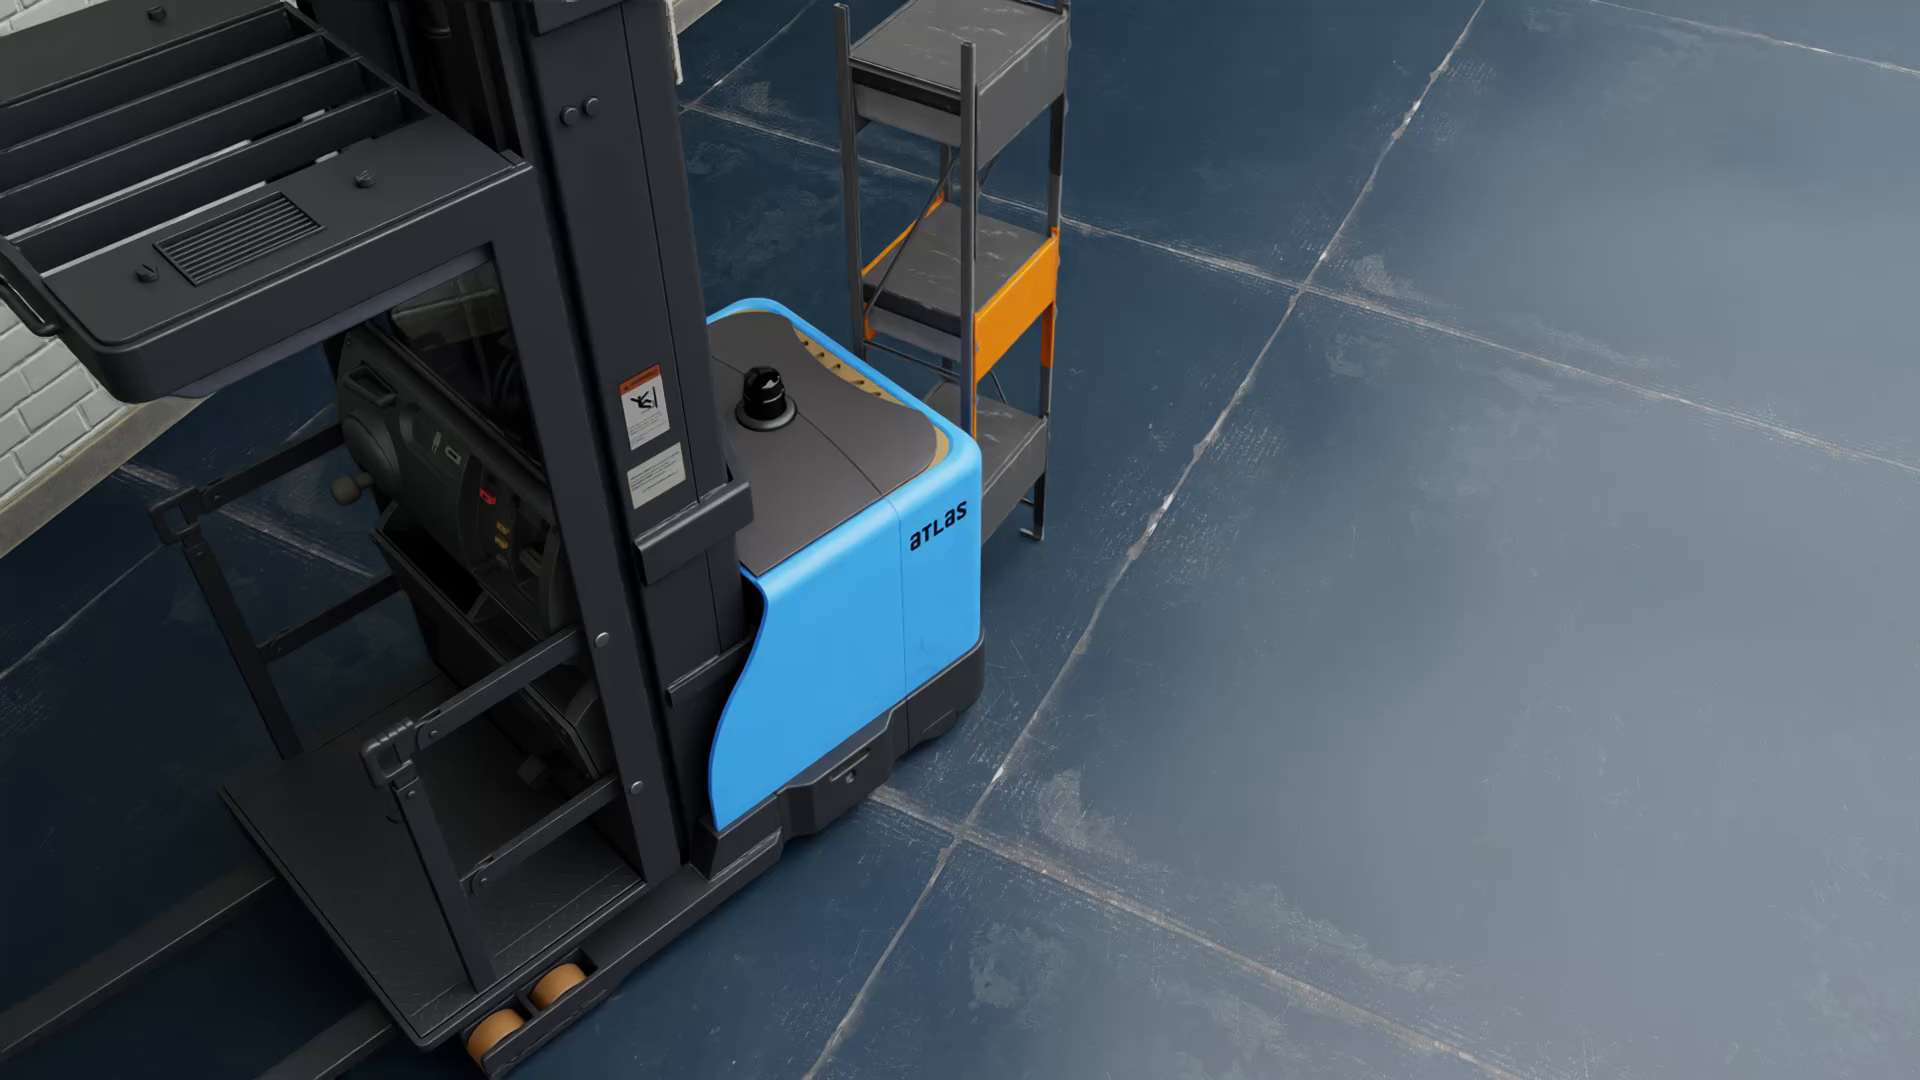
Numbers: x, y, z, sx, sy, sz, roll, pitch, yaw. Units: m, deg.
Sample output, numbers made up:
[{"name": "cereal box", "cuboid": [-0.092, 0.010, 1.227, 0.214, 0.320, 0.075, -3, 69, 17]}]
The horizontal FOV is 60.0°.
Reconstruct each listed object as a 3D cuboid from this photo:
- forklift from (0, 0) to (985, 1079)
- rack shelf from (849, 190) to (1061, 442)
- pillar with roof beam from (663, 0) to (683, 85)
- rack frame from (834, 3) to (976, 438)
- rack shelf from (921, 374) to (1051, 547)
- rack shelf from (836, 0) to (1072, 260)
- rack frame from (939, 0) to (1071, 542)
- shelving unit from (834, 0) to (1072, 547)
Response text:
[{"name": "forklift", "cuboid": [-1.339, -0.057, 3.746, 3.031, 2.935, 1.130, -34, 54, -29]}, {"name": "rack shelf", "cuboid": [-0.011, -0.652, 4.937, 0.431, 0.518, 0.480, 23, 50, 21]}, {"name": "pillar with roof beam", "cuboid": [2.271, -3.858, 3.236, 9.100, 9.000, 0.400, 20, 49, 19]}, {"name": "rack frame", "cuboid": [-0.137, -0.513, 4.780, 0.400, 2.100, 0.015, 23, 50, 21]}, {"name": "rack shelf", "cuboid": [-0.011, -0.160, 5.435, 0.431, 0.518, 0.480, 23, 50, 21]}, {"name": "rack shelf", "cuboid": [-0.011, -1.144, 4.439, 0.431, 0.518, 0.480, 23, 50, 21]}, {"name": "rack frame", "cuboid": [0.115, -0.810, 5.074, 0.400, 2.100, 0.015, 23, 50, 21]}, {"name": "shelving unit", "cuboid": [-0.011, -0.661, 4.927, 0.431, 2.100, 0.503, 23, 50, 21]}]
